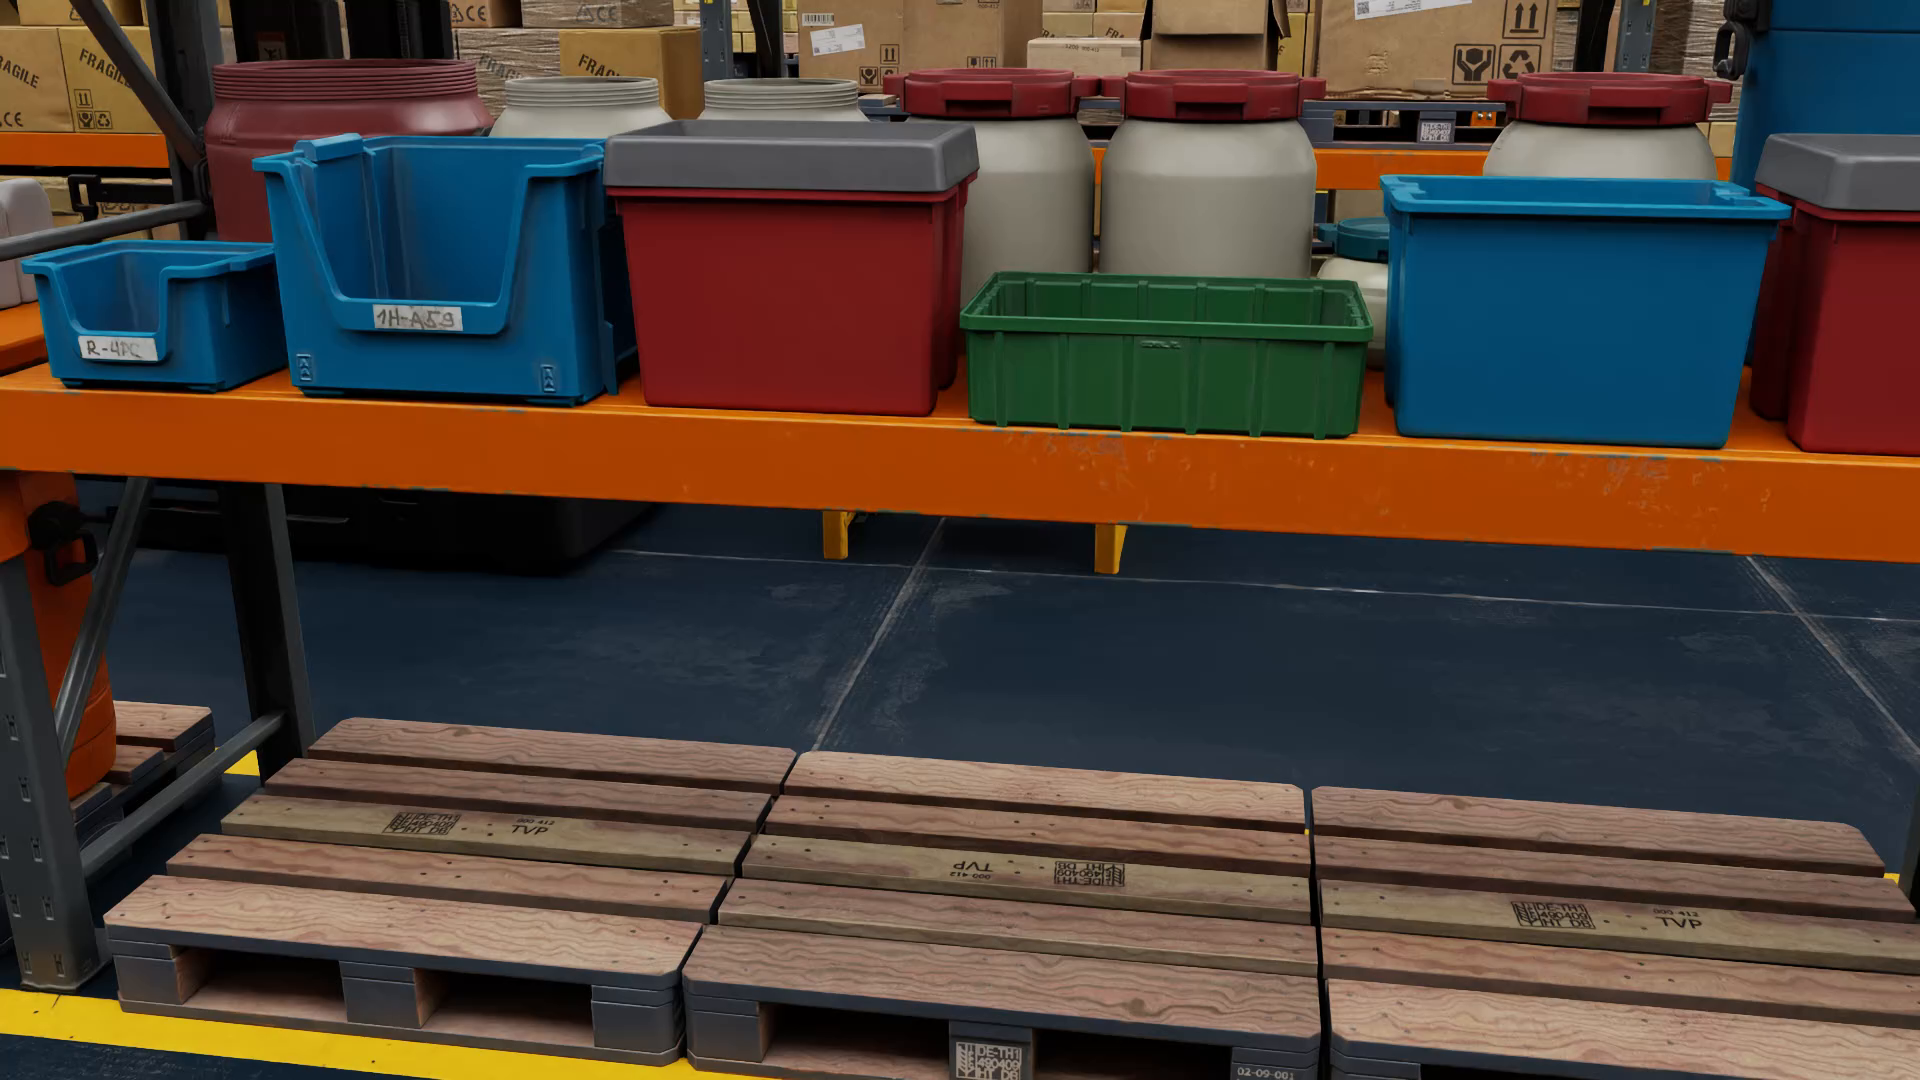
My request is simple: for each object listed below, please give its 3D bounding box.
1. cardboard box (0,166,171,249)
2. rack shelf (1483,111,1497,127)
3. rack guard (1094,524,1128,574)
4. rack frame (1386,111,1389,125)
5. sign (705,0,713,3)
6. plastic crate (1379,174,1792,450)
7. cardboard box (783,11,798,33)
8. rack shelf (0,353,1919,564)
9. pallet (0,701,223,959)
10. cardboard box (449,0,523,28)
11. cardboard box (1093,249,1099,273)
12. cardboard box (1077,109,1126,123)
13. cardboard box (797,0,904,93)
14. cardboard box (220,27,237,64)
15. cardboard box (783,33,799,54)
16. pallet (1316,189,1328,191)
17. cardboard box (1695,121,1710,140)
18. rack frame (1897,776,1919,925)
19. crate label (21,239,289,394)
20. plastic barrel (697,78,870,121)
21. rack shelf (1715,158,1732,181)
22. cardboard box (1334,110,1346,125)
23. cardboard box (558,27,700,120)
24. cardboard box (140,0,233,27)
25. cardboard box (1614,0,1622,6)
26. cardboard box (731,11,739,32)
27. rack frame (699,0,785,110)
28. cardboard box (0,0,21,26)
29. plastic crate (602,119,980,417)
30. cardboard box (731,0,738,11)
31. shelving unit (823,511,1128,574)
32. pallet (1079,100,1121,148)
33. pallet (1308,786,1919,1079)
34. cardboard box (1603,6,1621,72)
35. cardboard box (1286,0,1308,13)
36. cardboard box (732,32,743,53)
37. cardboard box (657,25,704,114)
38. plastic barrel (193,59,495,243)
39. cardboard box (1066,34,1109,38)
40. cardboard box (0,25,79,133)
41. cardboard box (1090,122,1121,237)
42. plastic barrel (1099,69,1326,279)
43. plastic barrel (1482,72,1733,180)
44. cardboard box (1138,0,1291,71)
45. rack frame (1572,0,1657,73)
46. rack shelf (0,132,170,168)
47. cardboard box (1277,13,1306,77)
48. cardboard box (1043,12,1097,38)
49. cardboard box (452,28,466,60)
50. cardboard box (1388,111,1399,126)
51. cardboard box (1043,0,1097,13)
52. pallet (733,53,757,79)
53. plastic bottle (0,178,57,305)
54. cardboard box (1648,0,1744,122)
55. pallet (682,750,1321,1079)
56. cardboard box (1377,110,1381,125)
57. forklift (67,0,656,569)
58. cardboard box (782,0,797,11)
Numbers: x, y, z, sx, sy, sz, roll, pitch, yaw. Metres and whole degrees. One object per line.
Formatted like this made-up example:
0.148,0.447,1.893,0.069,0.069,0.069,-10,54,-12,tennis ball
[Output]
-4.355,-1.552,8.901,0.875,0.875,1.225,3,19,9,cardboard box
5.770,-3.091,11.947,4.000,0.370,1.077,3,19,9,rack shelf
0.567,-0.090,6.177,0.087,0.250,0.587,3,19,9,rack guard
4.481,-5.088,16.783,0.127,3.000,1.000,3,19,9,rack frame
-1.125,-2.560,7.402,0.005,0.325,0.100,3,19,9,sign
0.985,-0.382,2.744,0.575,0.384,0.392,3,19,9,plastic crate
-1.238,-3.862,12.385,0.250,0.149,0.380,3,19,10,cardboard box
0.149,-0.191,3.282,4.000,0.370,1.077,3,19,9,rack shelf
-2.611,0.662,3.990,1.213,0.211,1.003,3,19,9,pallet
-2.403,-2.784,8.157,0.637,0.503,0.797,3,19,10,cardboard box
0.735,-1.130,8.200,0.500,0.500,0.700,5,19,13,cardboard box
1.929,-5.882,22.237,0.625,0.625,0.875,4,19,10,cardboard box
-0.501,-2.417,7.980,0.500,0.500,0.500,1,19,2,cardboard box
-3.585,-2.282,8.238,0.500,0.500,0.500,2,19,7,cardboard box
-1.213,-3.720,12.429,0.250,0.149,0.380,3,19,10,cardboard box
3.712,-3.805,17.341,1.213,0.211,1.003,3,19,9,pallet
3.074,-1.759,7.230,0.250,0.149,0.380,3,19,9,cardboard box
2.123,-0.432,2.867,0.127,3.000,1.000,3,19,9,rack frame
-1.469,-0.415,3.081,0.416,0.233,0.303,3,19,9,crate label
-0.361,-0.680,3.433,0.421,0.512,0.421,0,18,0,plastic barrel
4.884,-1.542,7.318,4.000,0.370,1.077,3,19,9,rack shelf
4.748,-5.739,21.810,0.625,0.625,0.875,4,19,11,cardboard box
-1.567,-2.180,7.932,0.500,0.500,0.500,4,19,10,cardboard box
-3.682,-2.842,8.330,0.637,0.503,0.797,3,19,9,cardboard box
4.716,-4.095,11.877,0.550,0.550,0.875,3,19,9,cardboard box
-1.730,-3.888,12.462,0.250,0.149,0.380,3,19,8,cardboard box
-1.040,-2.185,8.106,0.127,3.000,1.000,3,19,9,rack frame
-5.422,-2.916,8.877,0.500,0.500,0.500,3,19,9,cardboard box
-0.279,-0.486,2.929,0.583,0.464,0.402,3,19,9,plastic crate
-1.718,-4.030,12.416,0.250,0.149,0.380,3,19,9,cardboard box
0.075,-0.707,6.054,1.083,1.500,0.587,3,19,9,shelving unit
0.921,-2.007,7.877,1.213,0.211,1.003,3,19,9,pallet
1.342,0.863,3.391,1.213,0.211,1.003,3,19,9,pallet
4.708,-3.568,12.004,0.550,0.550,0.875,3,19,9,cardboard box
2.297,-4.128,12.180,0.500,0.500,0.700,3,19,9,cardboard box
-1.724,-3.747,12.509,0.250,0.149,0.380,2,19,6,cardboard box
-1.477,-2.342,8.418,0.500,0.500,0.500,3,19,10,cardboard box
-1.320,-0.769,3.661,0.708,0.536,0.600,3,19,9,plastic barrel
0.649,-2.321,8.063,0.258,0.266,0.396,2,19,7,cardboard box
-4.575,-2.332,8.389,0.500,0.500,0.500,3,19,9,cardboard box
1.297,-2.764,12.721,0.750,0.750,1.050,3,19,9,cardboard box
0.489,-0.650,3.305,0.433,0.535,0.433,0,18,0,plastic barrel
1.214,-0.613,3.194,0.433,0.535,0.433,0,18,0,plastic barrel
1.183,-2.290,7.596,0.637,0.503,0.797,5,19,14,cardboard box
2.909,-1.984,7.504,0.127,3.000,1.000,3,19,9,rack frame
-3.015,-1.944,8.521,4.000,0.370,1.077,3,19,9,rack shelf
2.240,-3.573,12.098,0.500,0.500,0.500,3,19,9,cardboard box
0.749,-3.649,12.325,0.500,0.500,0.500,3,19,8,cardboard box
-2.571,-2.232,8.088,0.500,0.500,0.500,2,19,7,cardboard box
4.228,-3.703,15.389,0.500,0.500,0.500,3,19,9,cardboard box
0.787,-4.205,12.409,0.500,0.500,0.700,3,19,8,cardboard box
-2.115,-3.730,13.025,1.213,0.211,1.003,3,19,9,pallet
-2.202,-0.697,3.856,0.135,0.276,0.152,3,19,9,plastic bottle
3.343,-2.130,7.316,0.500,0.500,0.875,3,19,9,cardboard box
0.134,0.802,3.572,1.213,0.211,1.003,3,19,9,pallet
5.776,-5.578,21.917,0.500,0.250,0.500,3,19,9,cardboard box
-2.711,-1.516,6.214,3.031,2.935,1.130,4,19,12,forklift
-1.217,-4.003,12.337,0.250,0.149,0.380,4,19,10,cardboard box
